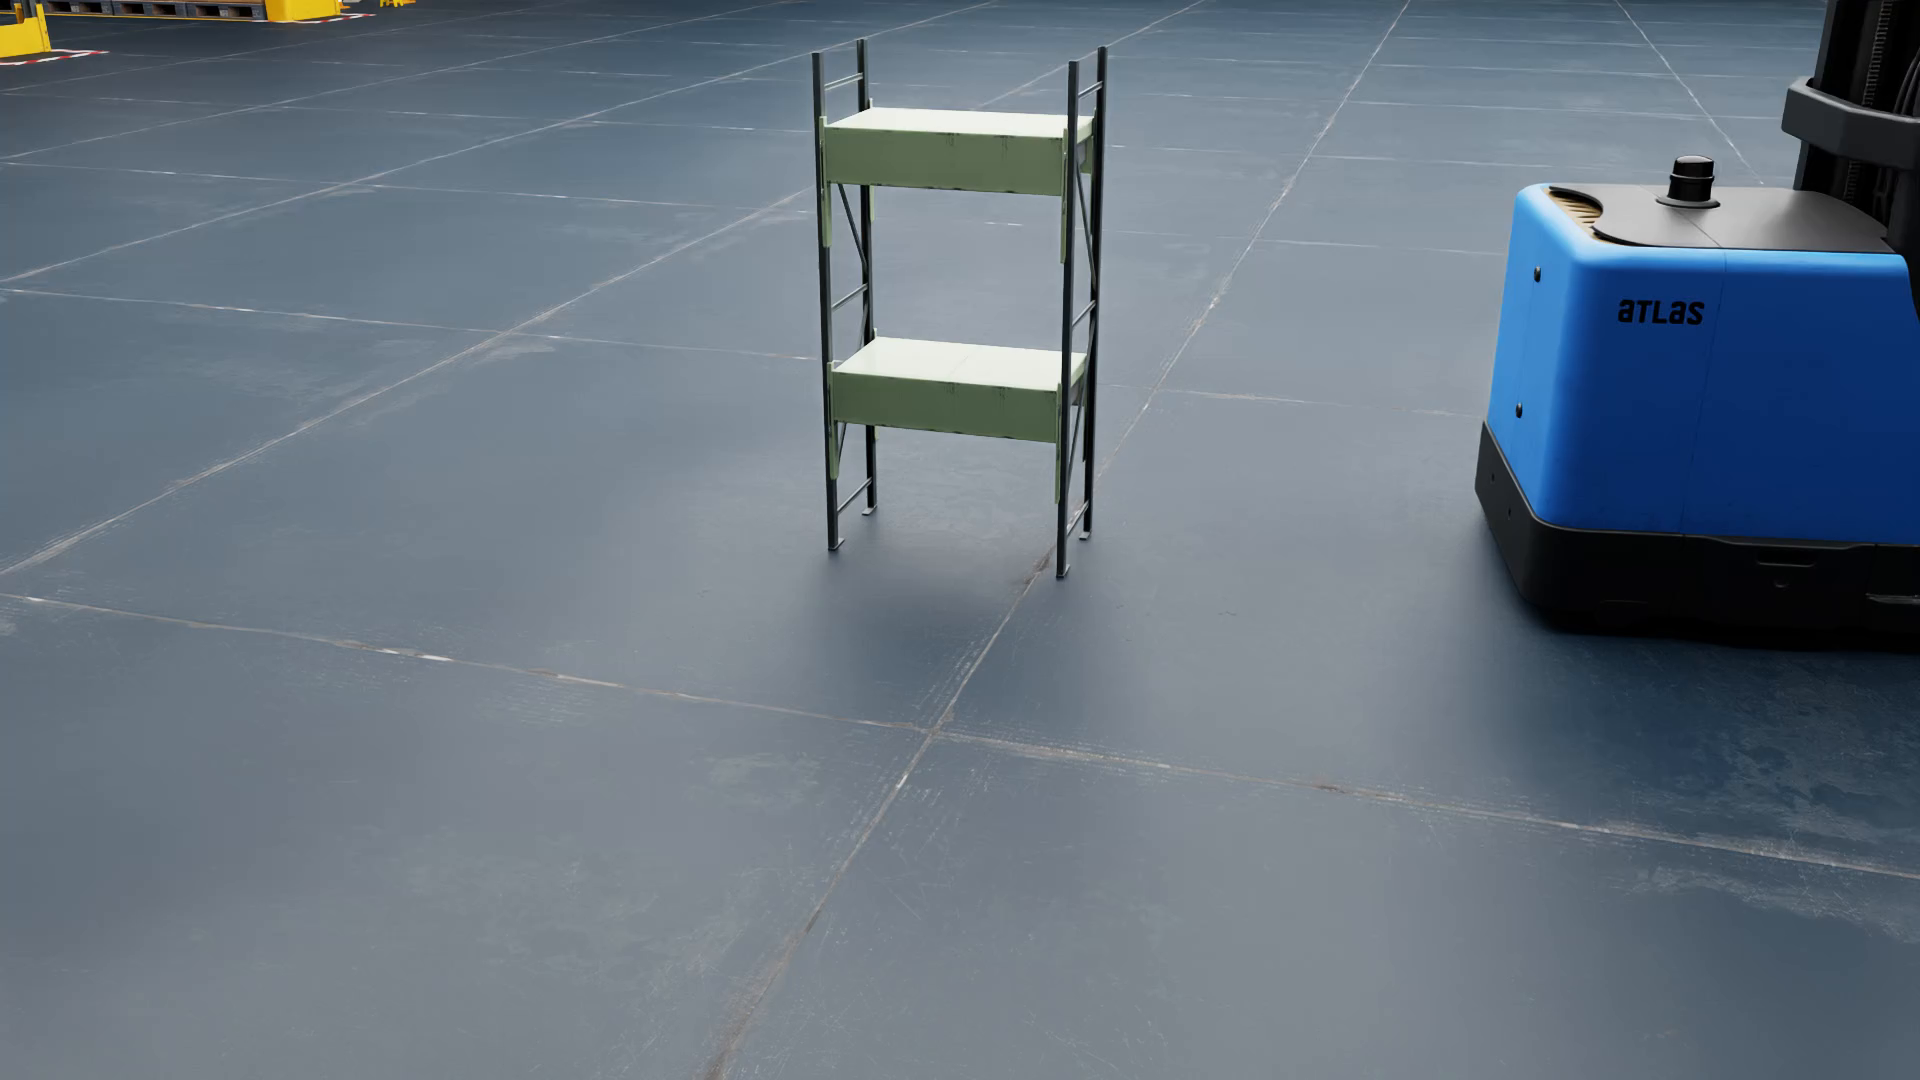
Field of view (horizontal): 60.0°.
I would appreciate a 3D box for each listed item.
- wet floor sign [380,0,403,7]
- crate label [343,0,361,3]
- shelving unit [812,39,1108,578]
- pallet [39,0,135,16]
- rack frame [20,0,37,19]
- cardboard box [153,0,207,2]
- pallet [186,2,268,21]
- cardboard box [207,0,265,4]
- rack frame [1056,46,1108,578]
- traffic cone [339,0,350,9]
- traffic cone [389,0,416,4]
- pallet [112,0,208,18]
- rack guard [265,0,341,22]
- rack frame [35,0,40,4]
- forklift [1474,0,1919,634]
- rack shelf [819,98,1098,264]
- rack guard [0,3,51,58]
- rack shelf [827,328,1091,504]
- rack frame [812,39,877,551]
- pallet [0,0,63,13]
[{"bbox_3d":[-8.293,-8.092,24.147,0.232,0.644,0.267,3,22,6],"label":"wet floor sign"},{"bbox_3d":[-9.109,-8.152,24.962,0.298,0.136,0.250,-5,23,-12],"label":"crate label"},{"bbox_3d":[0.006,-0.693,4.984,0.755,1.500,0.431,7,23,16],"label":"shelving unit"},{"bbox_3d":[-12.017,-7.502,23.280,1.213,0.211,1.003,7,23,15],"label":"pallet"},{"bbox_3d":[-10.422,-6.674,17.588,0.127,3.000,1.000,7,23,16],"label":"rack frame"},{"bbox_3d":[-10.404,-7.822,22.634,0.875,0.875,0.875,6,23,15],"label":"cardboard box"},{"bbox_3d":[-9.681,-7.234,22.628,1.213,0.211,1.003,7,23,15],"label":"pallet"},{"bbox_3d":[-9.561,-7.727,22.400,0.875,0.875,0.875,7,23,16],"label":"cardboard box"},{"bbox_3d":[0.357,-0.653,4.886,0.023,1.500,0.400,7,23,16],"label":"rack frame"},{"bbox_3d":[-8.991,-7.865,23.835,0.334,0.463,0.336,7,23,16],"label":"traffic cone"},{"bbox_3d":[-8.339,-8.239,24.745,0.334,0.463,0.336,7,23,16],"label":"traffic cone"},{"bbox_3d":[-10.845,-7.369,22.956,1.213,0.211,1.003,7,23,15],"label":"pallet"},{"bbox_3d":[-8.870,-7.306,22.422,0.348,0.500,1.175,7,23,16],"label":"rack guard"},{"bbox_3d":[-12.722,-8.904,23.023,0.127,3.000,1.000,7,23,16],"label":"rack frame"},{"bbox_3d":[3.144,-1.221,4.383,3.031,2.935,1.130,3,22,7],"label":"forklift"},{"bbox_3d":[0.006,-1.054,4.836,0.720,0.370,0.431,7,23,16],"label":"rack shelf"},{"bbox_3d":[-10.495,-5.526,18.083,0.348,0.500,1.175,7,23,16],"label":"rack guard"},{"bbox_3d":[0.006,-0.392,5.107,0.720,0.370,0.431,7,23,16],"label":"rack shelf"},{"bbox_3d":[-0.344,-0.733,5.081,0.023,1.500,0.400,7,23,16],"label":"rack frame"},{"bbox_3d":[-13.483,-7.671,23.692,1.213,0.211,1.003,7,23,16],"label":"pallet"}]
